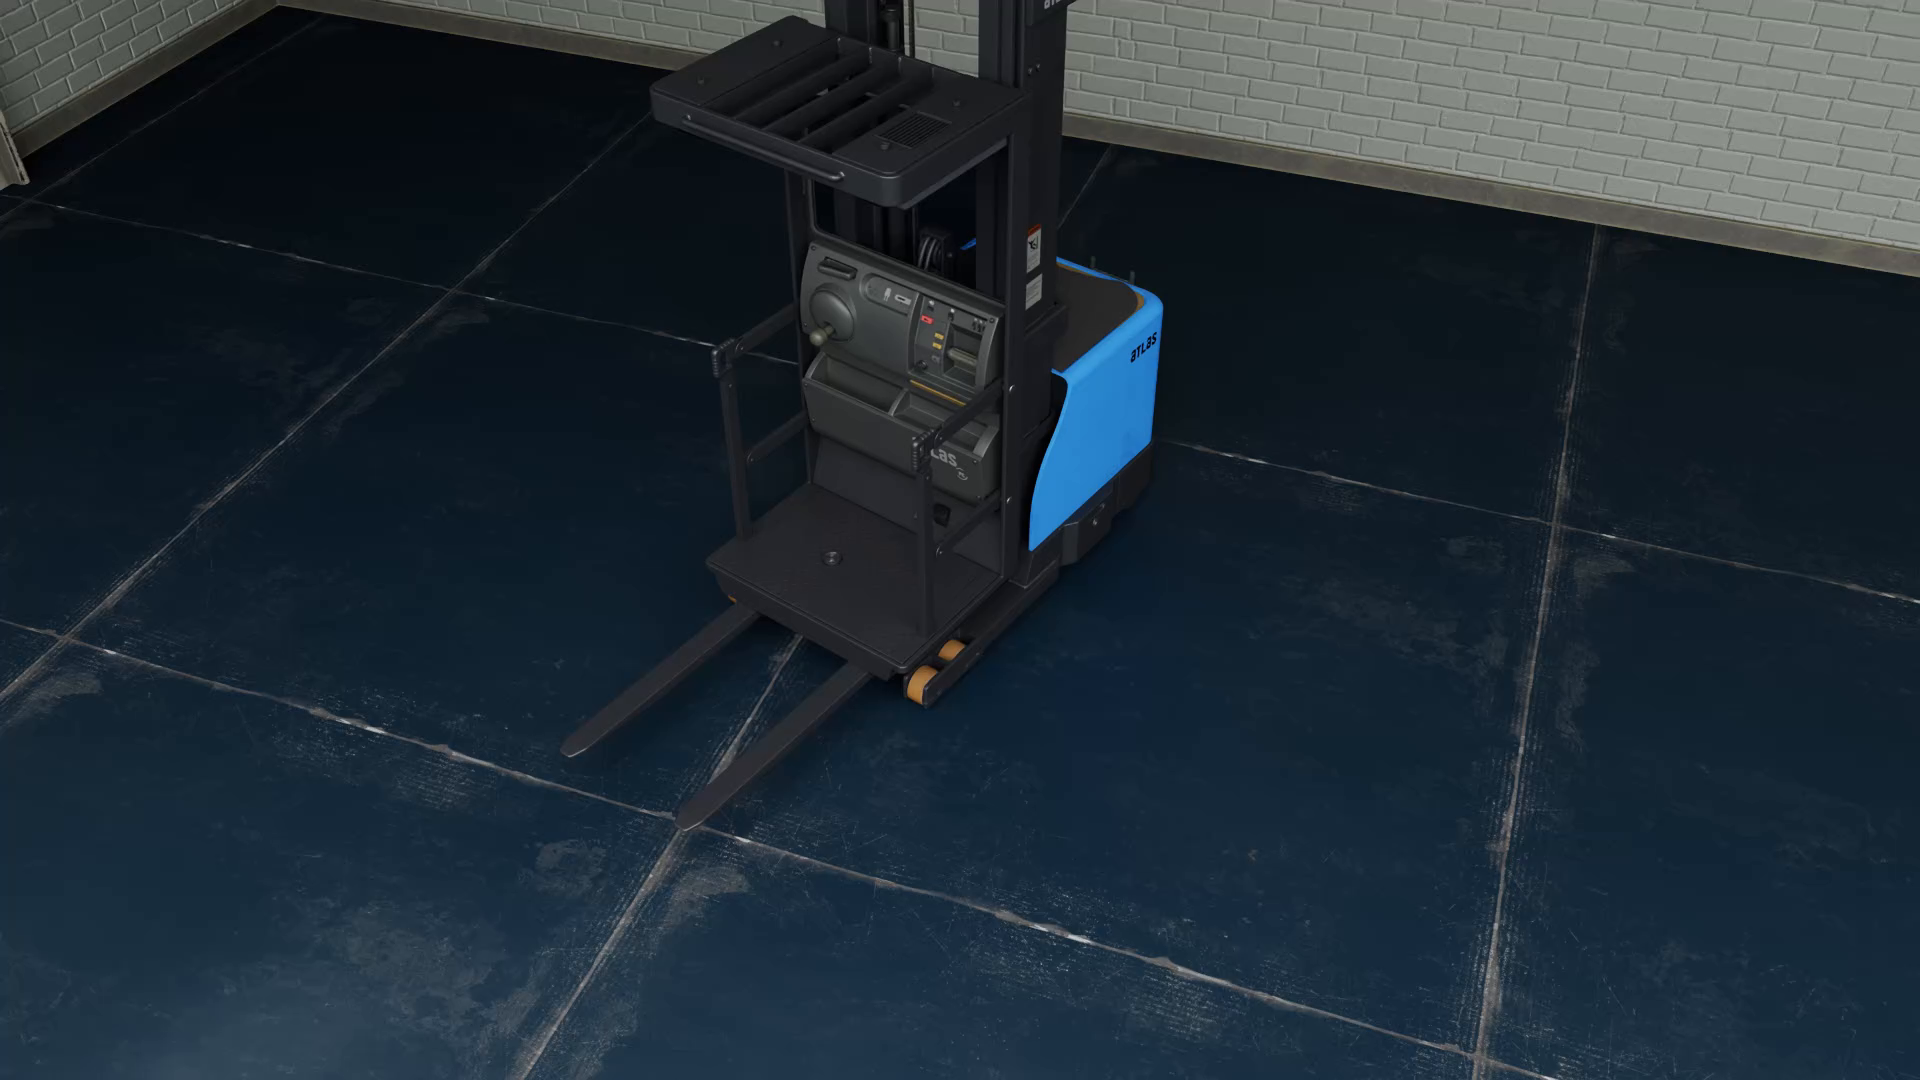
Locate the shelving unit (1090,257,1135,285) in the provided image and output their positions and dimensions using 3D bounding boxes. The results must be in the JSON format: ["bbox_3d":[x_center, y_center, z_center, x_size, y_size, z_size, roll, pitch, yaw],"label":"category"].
[{"bbox_3d":[0.634,-0.891,8.042,0.258,0.900,0.210,26,41,27],"label":"shelving unit"}]

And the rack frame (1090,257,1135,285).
[{"bbox_3d":[0.695,-0.936,8.111,0.240,0.900,0.006,26,41,27],"label":"rack frame"}]

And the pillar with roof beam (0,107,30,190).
[{"bbox_3d":[-1.928,-4.608,6.171,9.100,9.000,0.400,13,42,15],"label":"pillar with roof beam"}]

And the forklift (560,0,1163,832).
[{"bbox_3d":[-0.372,-0.791,6.373,1.130,2.935,3.031,26,47,27],"label":"forklift"}]
